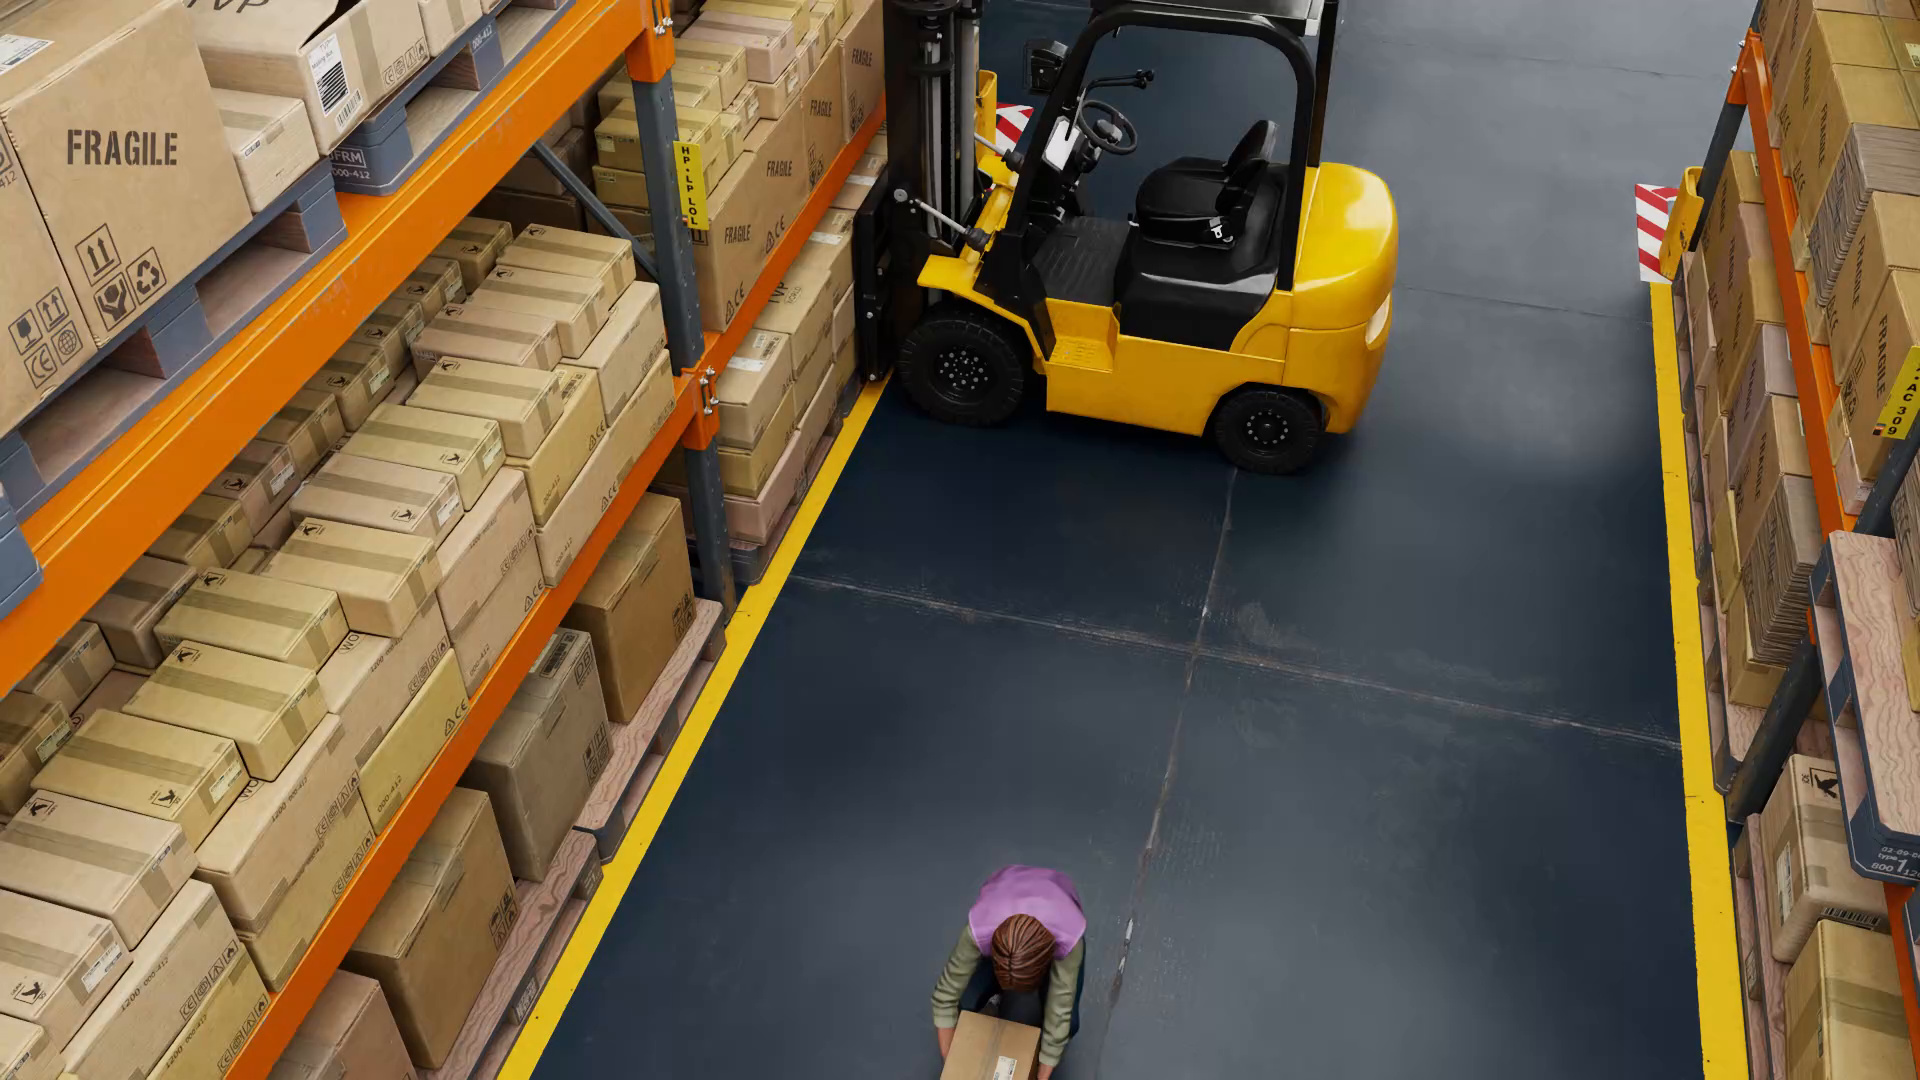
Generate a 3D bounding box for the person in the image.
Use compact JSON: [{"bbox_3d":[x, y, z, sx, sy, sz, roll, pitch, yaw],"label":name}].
[{"bbox_3d":[0.178,1.330,5.215,0.451,0.880,0.807,10,43,11],"label":"person"}]
